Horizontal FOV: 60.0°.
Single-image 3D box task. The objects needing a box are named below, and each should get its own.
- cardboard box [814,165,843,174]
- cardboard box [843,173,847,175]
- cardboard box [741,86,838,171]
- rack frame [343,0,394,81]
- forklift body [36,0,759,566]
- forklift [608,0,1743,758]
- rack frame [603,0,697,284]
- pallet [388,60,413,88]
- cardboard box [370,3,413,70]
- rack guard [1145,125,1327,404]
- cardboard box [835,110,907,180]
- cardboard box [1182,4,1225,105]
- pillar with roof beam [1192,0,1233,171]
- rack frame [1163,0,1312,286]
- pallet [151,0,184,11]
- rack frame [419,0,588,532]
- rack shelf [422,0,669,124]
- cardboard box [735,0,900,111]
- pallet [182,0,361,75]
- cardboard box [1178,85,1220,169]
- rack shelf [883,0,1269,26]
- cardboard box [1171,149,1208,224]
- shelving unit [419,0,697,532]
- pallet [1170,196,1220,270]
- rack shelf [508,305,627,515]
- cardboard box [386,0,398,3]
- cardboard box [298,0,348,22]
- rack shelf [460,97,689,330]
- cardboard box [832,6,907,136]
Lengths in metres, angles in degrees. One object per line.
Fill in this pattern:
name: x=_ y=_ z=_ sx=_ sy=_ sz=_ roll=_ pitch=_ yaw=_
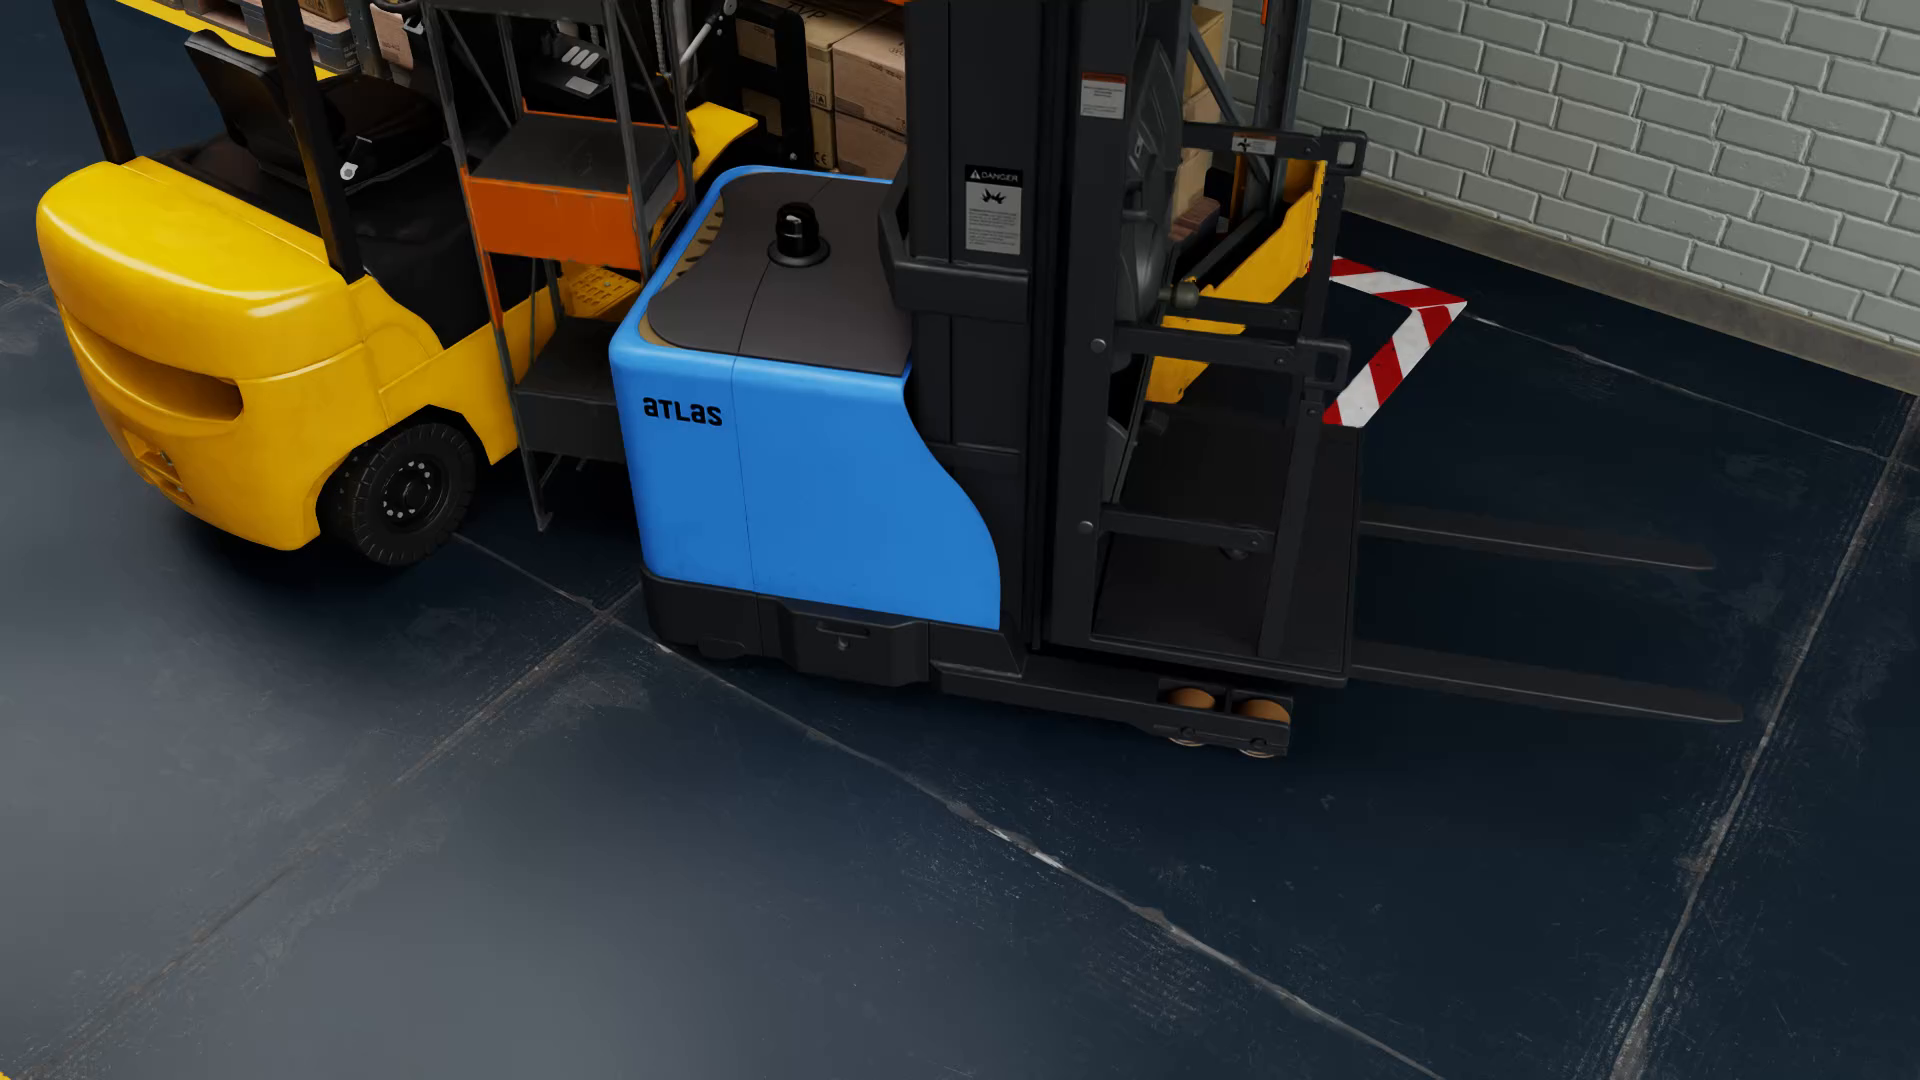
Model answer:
cardboard box: x=-0.491 y=-1.476 z=6.397 sx=0.500 sy=0.250 sz=0.500 roll=26 pitch=48 yaw=26
cardboard box: x=-0.087 y=-1.280 z=6.178 sx=0.500 sy=0.250 sz=0.500 roll=25 pitch=48 yaw=25
cardboard box: x=-0.536 y=-1.663 z=6.231 sx=0.500 sy=0.250 sz=0.500 roll=24 pitch=47 yaw=24
rack frame: x=-2.394 y=-3.476 z=6.886 sx=0.127 sy=3.000 sz=1.000 roll=25 pitch=48 yaw=25
forklift body: x=-1.719 y=-1.359 z=5.155 sx=1.214 sy=2.155 sz=2.313 roll=25 pitch=48 yaw=25
forklift: x=0.658 y=-0.883 z=4.039 sx=3.031 sy=2.935 sz=1.130 roll=8 pitch=42 yaw=9
rack frame: x=-0.811 y=-0.868 z=4.646 sx=0.015 sy=2.100 sz=0.400 roll=8 pitch=42 yaw=9
pallet: x=-1.767 y=-2.110 z=7.450 sx=1.213 sy=0.211 sz=1.003 roll=25 pitch=48 yaw=25
cardboard box: x=-2.188 y=-2.242 z=7.254 sx=0.500 sy=0.250 sz=0.500 roll=26 pitch=48 yaw=26
rack guard: x=0.901 y=-1.004 z=5.997 sx=0.348 sy=0.500 sz=1.175 roll=25 pitch=48 yaw=25
cardboard box: x=-0.101 y=-1.477 z=6.023 sx=0.500 sy=0.250 sz=0.500 roll=25 pitch=47 yaw=25
cardboard box: x=0.596 y=-1.737 z=5.939 sx=0.500 sy=0.250 sz=0.500 roll=24 pitch=47 yaw=25
pillar with roof beam: x=-1.643 y=-2.589 z=1.395 sx=0.400 sy=9.000 sz=9.100 roll=25 pitch=48 yaw=25
rack frame: x=0.881 y=-1.945 z=5.174 sx=0.127 sy=3.000 sz=1.000 roll=25 pitch=48 yaw=25
pallet: x=-4.022 y=-3.165 z=8.629 sx=1.213 sy=0.211 sz=1.003 roll=25 pitch=48 yaw=25
rack frame: x=-1.288 y=-0.938 z=4.724 sx=0.015 sy=2.100 sz=0.400 roll=8 pitch=42 yaw=9
rack shelf: x=-1.050 y=-1.415 z=4.227 sx=0.480 sy=0.518 sz=0.431 roll=8 pitch=42 yaw=9
cardboard box: x=-0.515 y=-1.835 z=6.049 sx=0.500 sy=0.250 sz=0.500 roll=26 pitch=48 yaw=26
pallet: x=-3.019 y=-2.698 z=8.107 sx=1.213 sy=0.211 sz=1.003 roll=25 pitch=48 yaw=25
cardboard box: x=0.616 y=-1.556 z=6.112 sx=0.500 sy=0.250 sz=0.500 roll=26 pitch=48 yaw=26
rack shelf: x=-0.756 y=-2.443 z=6.270 sx=4.000 sy=0.370 sz=1.077 roll=25 pitch=48 yaw=25
cardboard box: x=0.591 y=-1.372 z=6.280 sx=0.500 sy=0.250 sz=0.500 roll=25 pitch=48 yaw=25
shelving unit: x=-1.050 y=-0.903 z=4.685 sx=0.503 sy=2.100 sz=0.431 roll=8 pitch=42 yaw=9
pallet: x=0.231 y=-1.176 z=6.406 sx=1.213 sy=0.211 sz=1.003 roll=25 pitch=48 yaw=25
rack shelf: x=-1.050 y=-0.372 z=5.161 sx=0.480 sy=0.518 sz=0.431 roll=8 pitch=42 yaw=9
cardboard box: x=-2.175 y=-2.441 z=7.101 sx=0.500 sy=0.250 sz=0.500 roll=25 pitch=47 yaw=25
cardboard box: x=-2.827 y=-2.942 z=7.754 sx=0.625 sy=0.625 sz=0.875 roll=27 pitch=48 yaw=27
rack shelf: x=-1.050 y=-0.893 z=4.694 sx=0.480 sy=0.518 sz=0.431 roll=8 pitch=42 yaw=9
cardboard box: x=-0.096 y=-1.648 z=5.839 sx=0.500 sy=0.250 sz=0.500 roll=26 pitch=48 yaw=26
